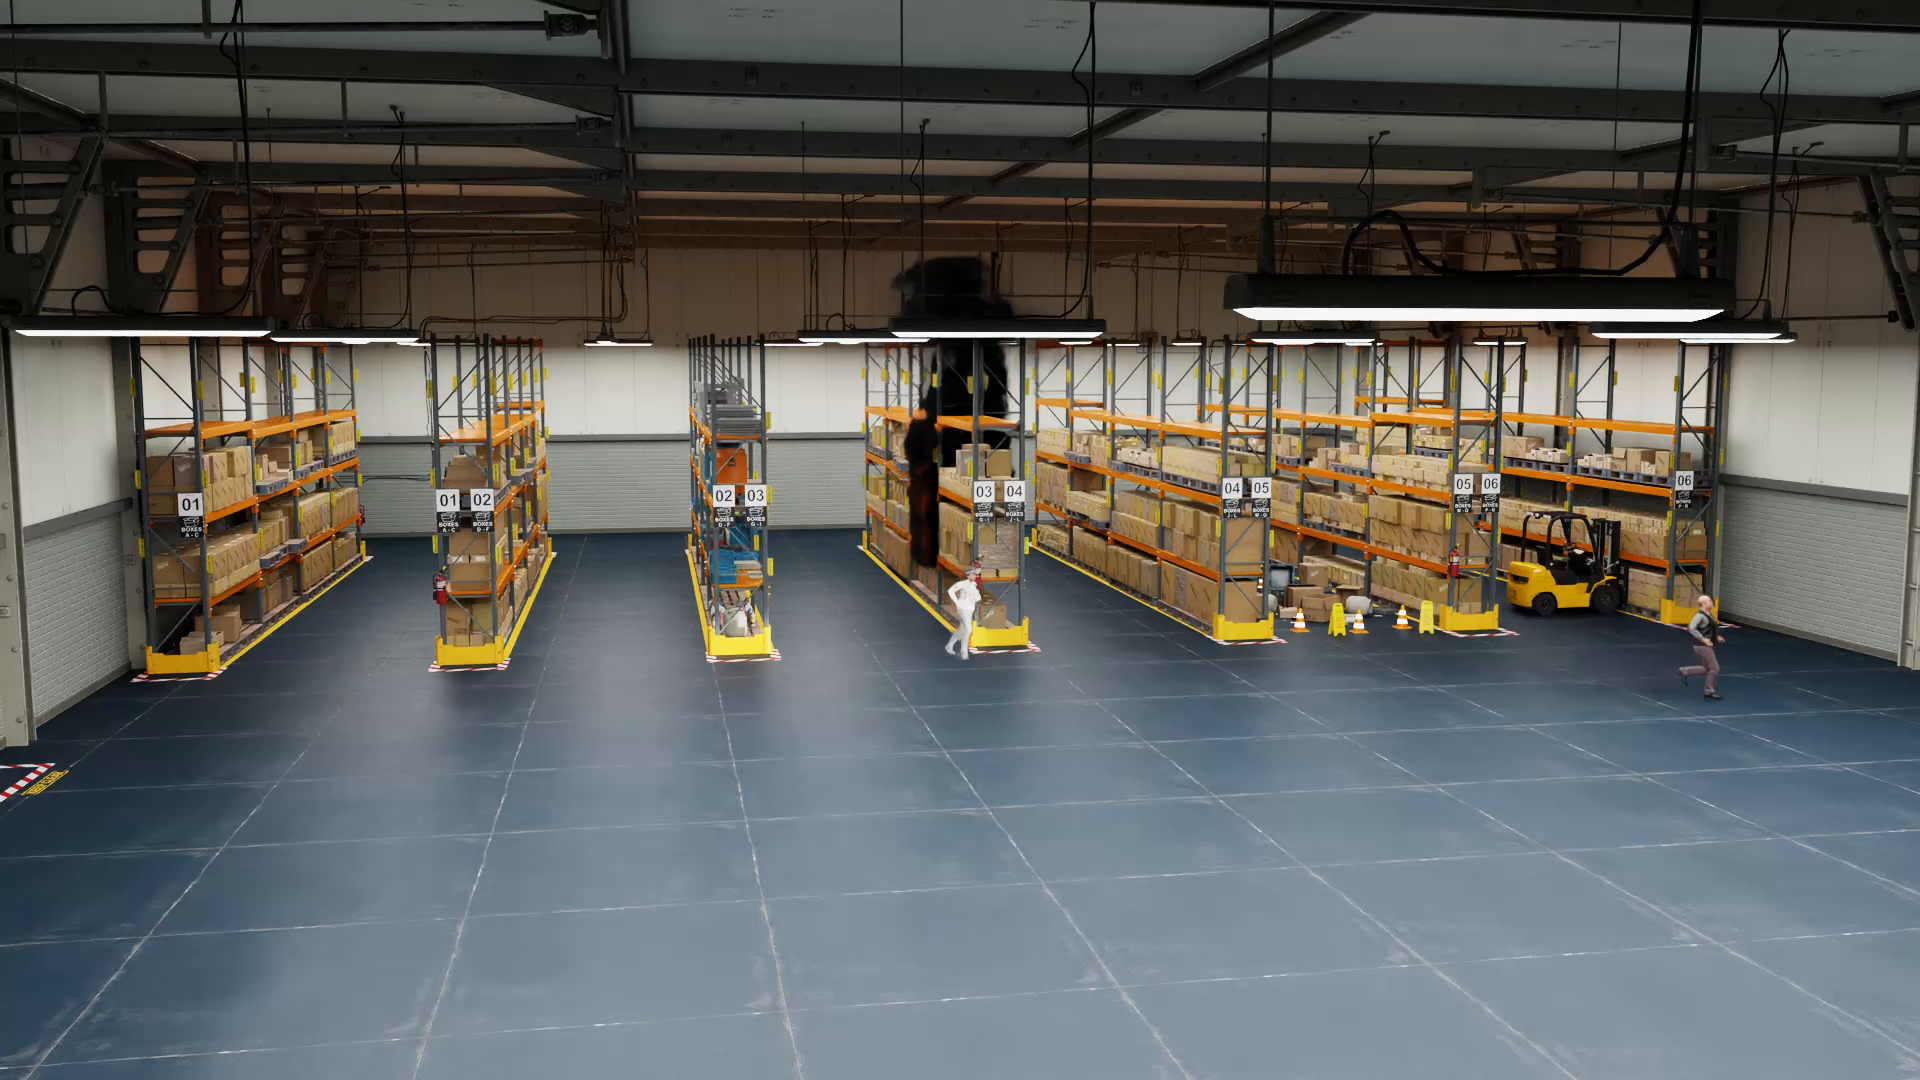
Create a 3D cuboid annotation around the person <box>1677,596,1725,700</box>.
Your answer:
[{"bbox_3d":[12.229,1.760,27.437,0.748,1.701,0.661,5,8,36],"label":"person"}]

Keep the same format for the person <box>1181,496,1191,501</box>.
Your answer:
[{"bbox_3d":[6.908,-0.909,50.878,0.564,1.577,0.611,0,7,3],"label":"person"}]

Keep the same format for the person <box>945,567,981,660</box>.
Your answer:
[{"bbox_3d":[0.078,1.348,31.094,0.658,1.726,0.633,5,8,38],"label":"person"}]
